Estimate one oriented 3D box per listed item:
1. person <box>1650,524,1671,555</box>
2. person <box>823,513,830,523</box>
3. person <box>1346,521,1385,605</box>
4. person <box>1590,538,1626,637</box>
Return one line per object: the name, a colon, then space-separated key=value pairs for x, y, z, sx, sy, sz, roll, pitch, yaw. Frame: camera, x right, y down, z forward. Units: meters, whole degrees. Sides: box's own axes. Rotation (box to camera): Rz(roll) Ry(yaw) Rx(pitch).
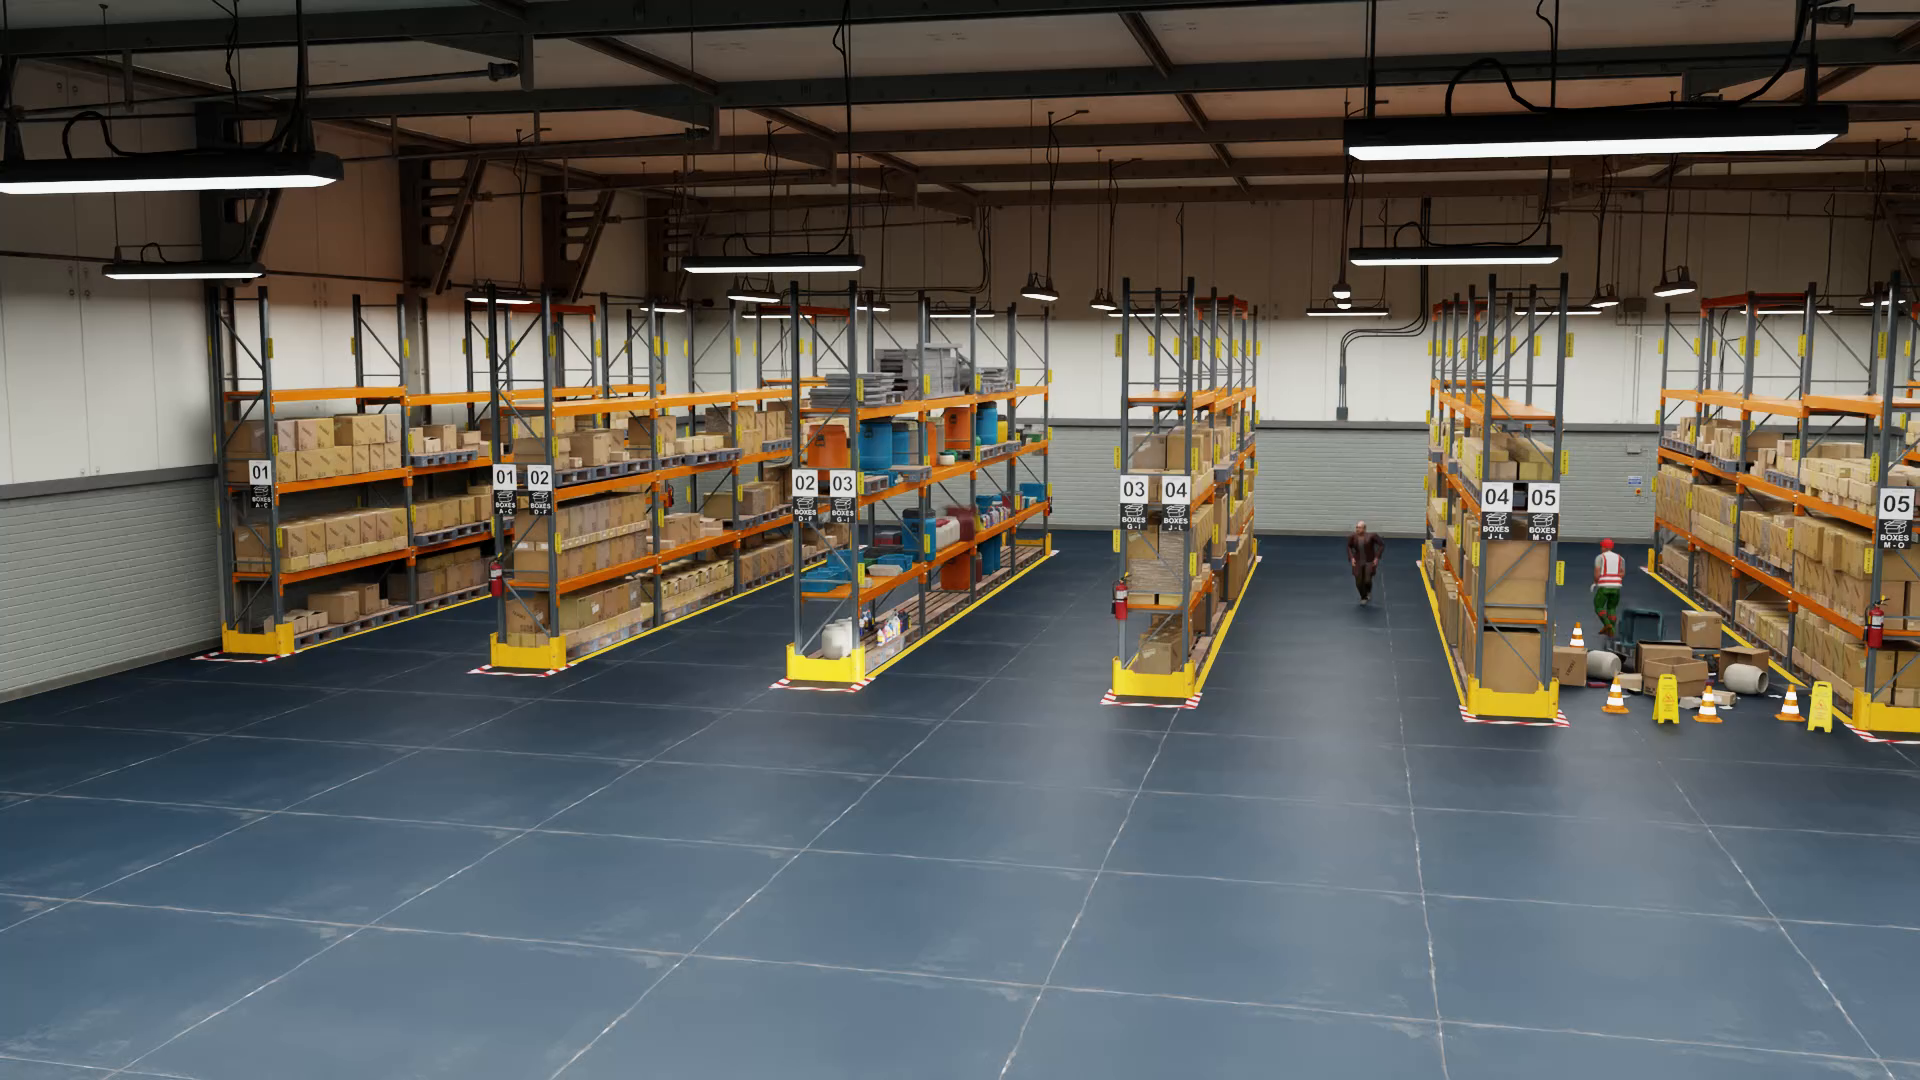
person: x=17.000 y=-0.447 z=40.217 sx=0.457 sy=1.713 sz=0.478 roll=-1 pitch=7 yaw=-11
person: x=-3.437 y=-1.152 z=45.984 sx=1.062 sy=1.744 sz=0.567 roll=5 pitch=8 yaw=39
person: x=7.922 y=0.450 z=32.486 sx=0.750 sy=1.680 sz=0.652 roll=3 pitch=7 yaw=21
person: x=11.354 y=0.839 z=29.059 sx=0.617 sy=1.681 sz=0.812 roll=1 pitch=7 yaw=4
